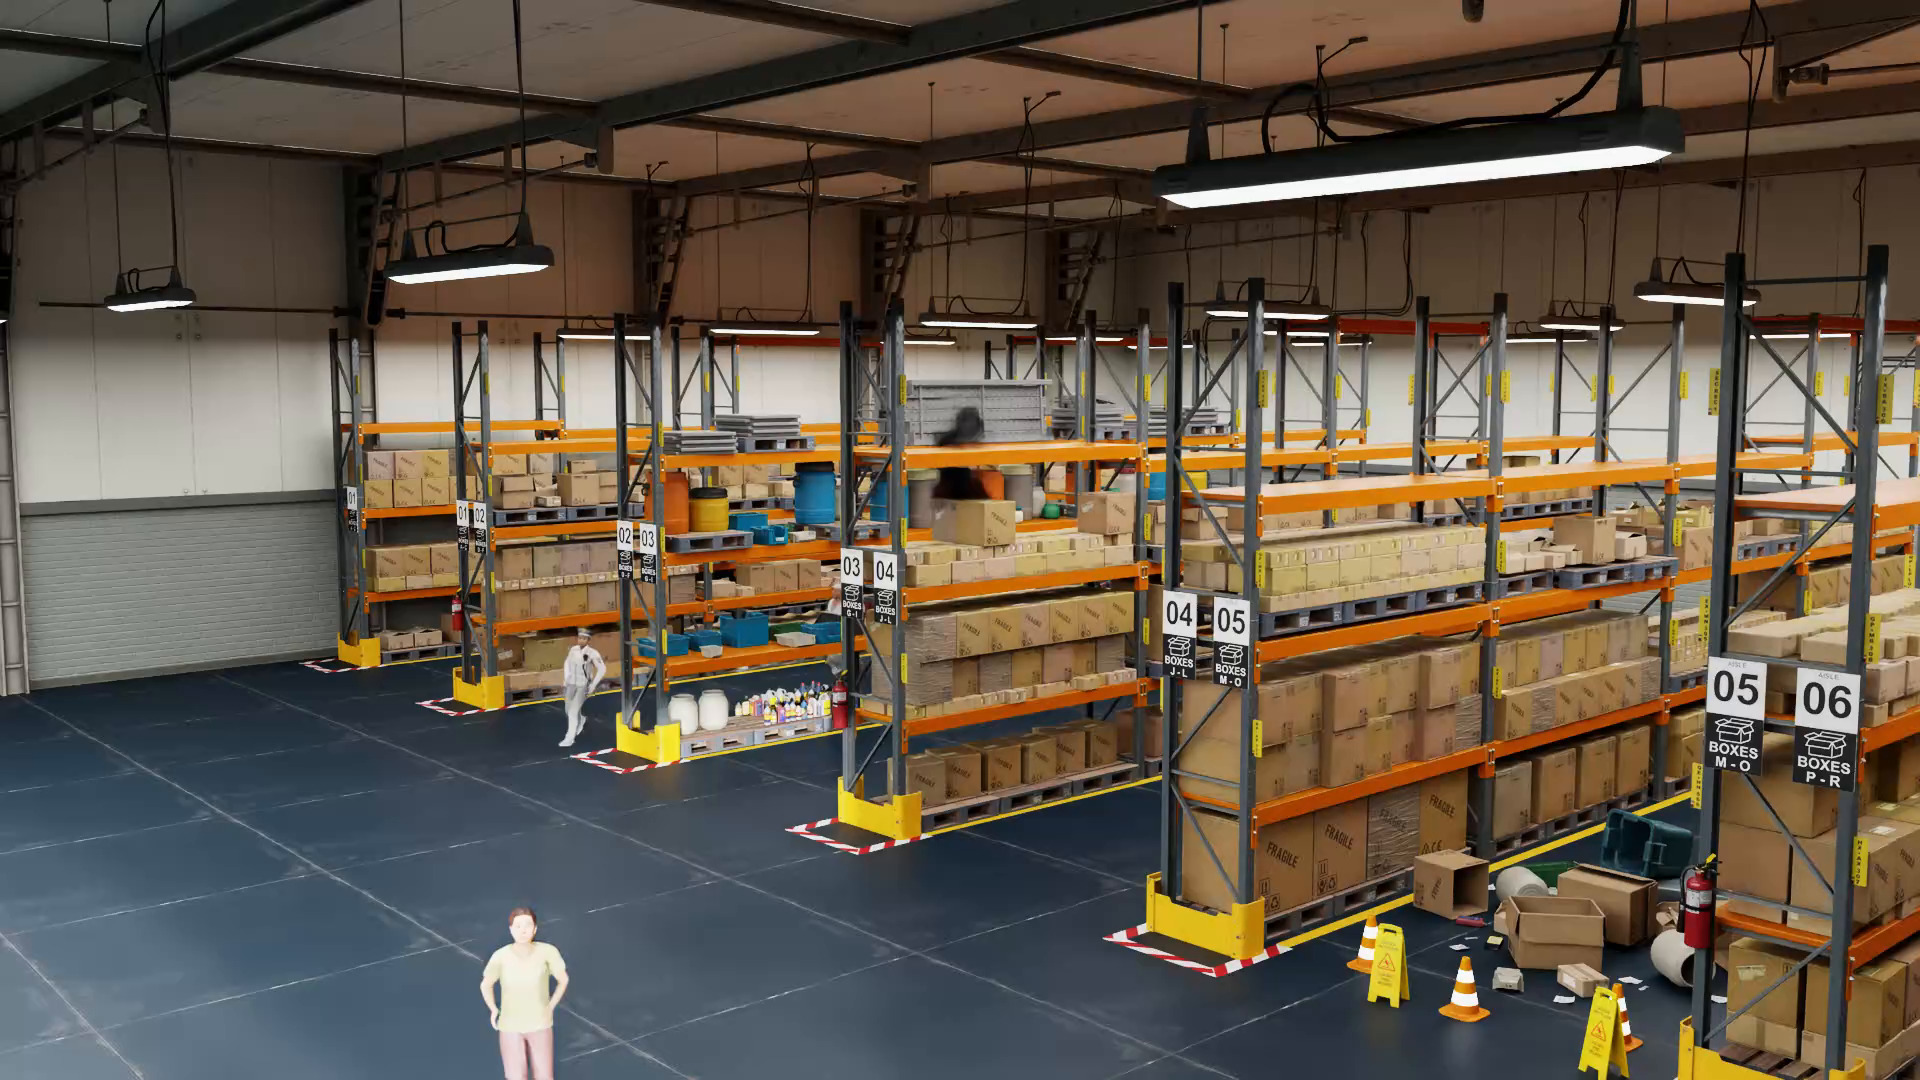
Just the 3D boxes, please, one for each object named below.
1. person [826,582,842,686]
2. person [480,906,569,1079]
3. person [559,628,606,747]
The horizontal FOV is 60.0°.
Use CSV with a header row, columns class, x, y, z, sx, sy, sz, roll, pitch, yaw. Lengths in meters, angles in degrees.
class,x,y,z,sx,sy,sz,roll,pitch,yaw
person,-2.052,1.575,27.511,0.648,1.740,0.598,5,7,40
person,-2.923,3.259,11.179,0.580,1.608,0.609,-1,6,-12
person,-5.275,2.038,23.360,0.665,1.651,0.704,2,6,19
